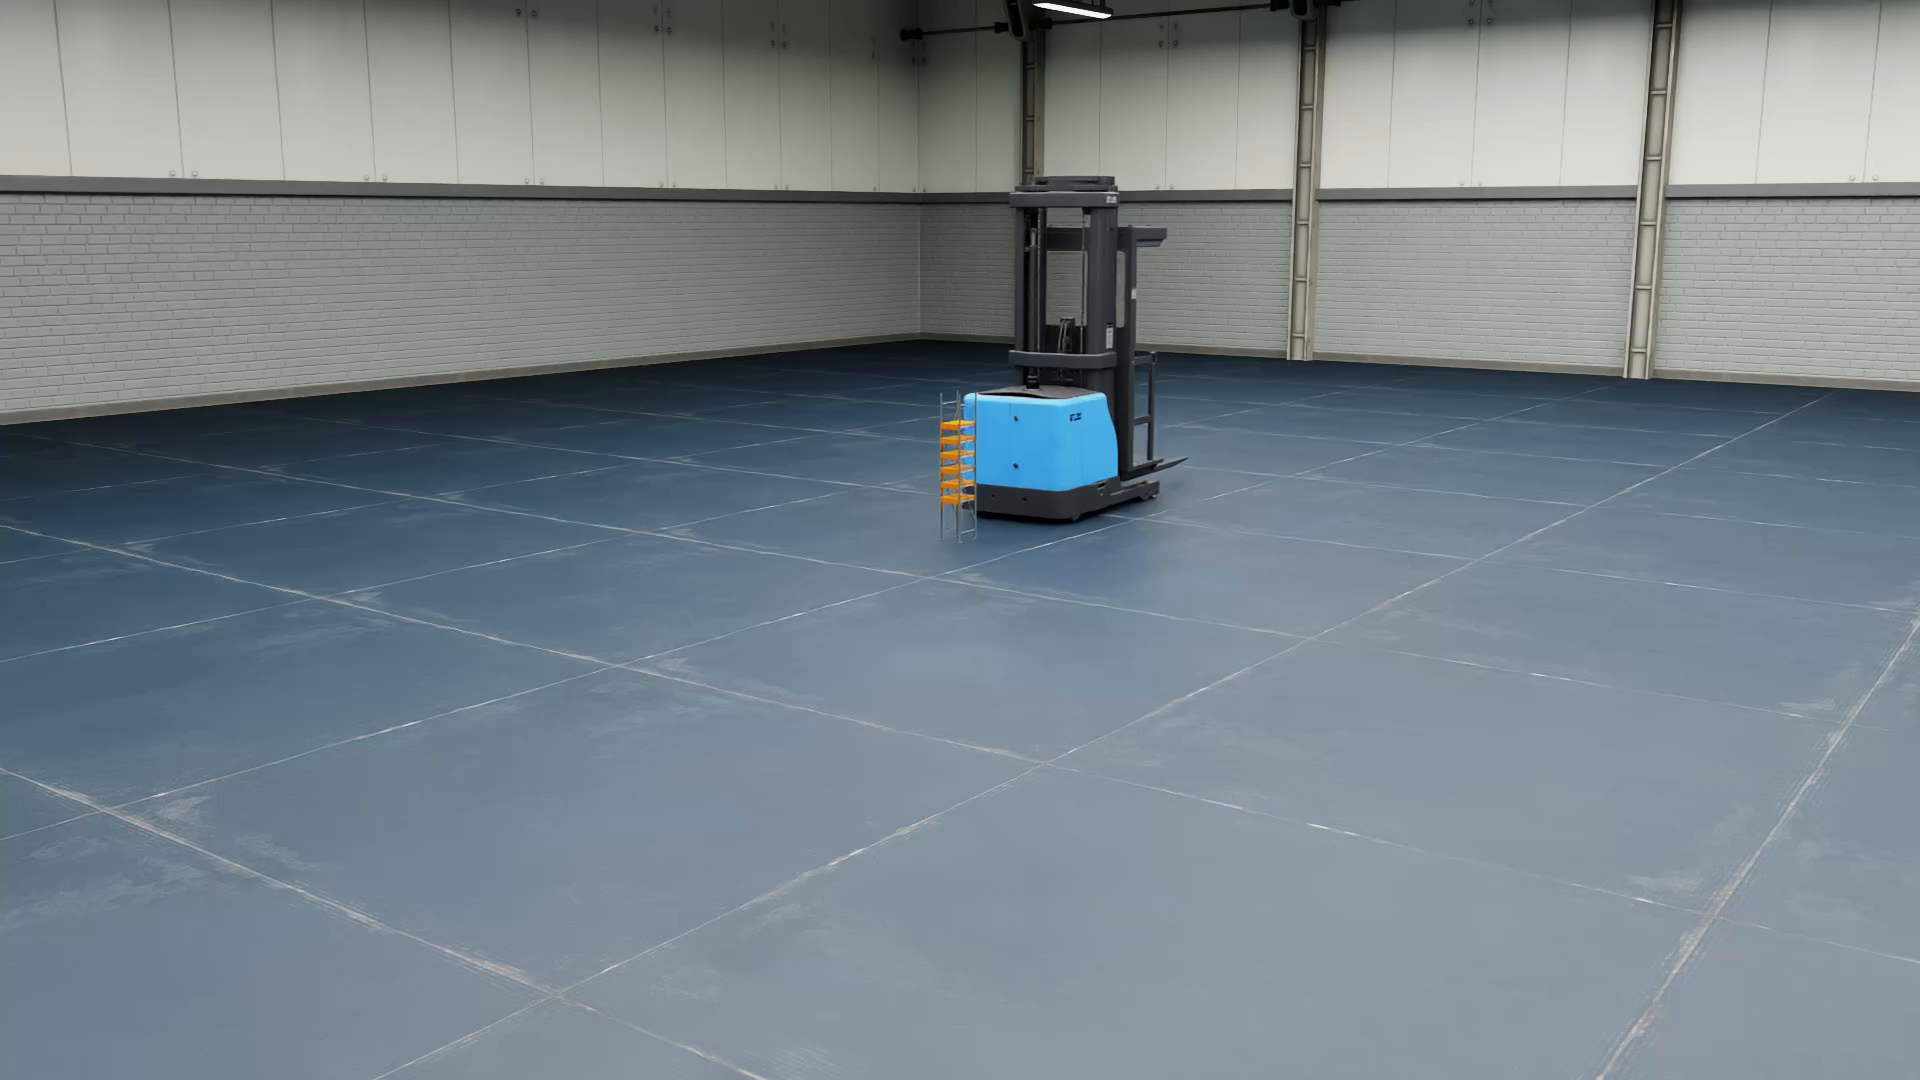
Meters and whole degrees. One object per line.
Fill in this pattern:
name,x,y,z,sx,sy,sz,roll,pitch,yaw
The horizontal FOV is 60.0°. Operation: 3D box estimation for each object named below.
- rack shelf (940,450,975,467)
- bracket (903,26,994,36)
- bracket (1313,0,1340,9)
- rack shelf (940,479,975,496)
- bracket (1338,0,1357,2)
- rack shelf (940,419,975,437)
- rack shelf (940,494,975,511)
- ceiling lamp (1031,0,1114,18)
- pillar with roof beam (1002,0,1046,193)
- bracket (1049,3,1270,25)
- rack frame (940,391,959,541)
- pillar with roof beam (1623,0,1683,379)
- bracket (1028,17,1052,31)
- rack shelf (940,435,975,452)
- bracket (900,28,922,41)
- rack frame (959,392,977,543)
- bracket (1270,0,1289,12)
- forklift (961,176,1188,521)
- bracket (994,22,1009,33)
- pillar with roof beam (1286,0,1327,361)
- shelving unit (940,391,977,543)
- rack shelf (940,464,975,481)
rack shelf,-0.012,-0.665,13.410,0.180,0.103,0.258,8,13,36
bracket,-0.528,-10.387,34.050,3.189,0.066,0.076,8,13,36
bracket,6.412,-9.419,29.047,0.430,0.232,0.235,8,13,36
rack shelf,-0.012,-0.429,13.455,0.180,0.103,0.258,8,13,36
bracket,8.488,-9.129,27.549,4.783,0.066,0.076,8,13,36
rack shelf,-0.012,-0.901,13.364,0.180,0.103,0.258,8,13,36
rack shelf,-0.012,-0.311,13.478,0.180,0.103,0.258,8,13,36
ceiling lamp,1.629,-10.099,26.672,0.800,3.185,2.000,8,13,36
pillar with roof beam,-1.097,-7.768,29.991,0.548,9.000,9.100,8,13,36
bracket,3.652,-9.804,31.036,4.783,0.066,0.076,8,13,36
rack frame,-0.085,-0.601,13.477,0.006,1.200,0.240,8,13,36
pillar with roof beam,8.575,-6.419,23.017,0.400,9.000,9.100,8,13,36
bracket,1.575,-10.093,32.533,0.430,0.232,0.235,8,13,36
rack shelf,-0.012,-0.783,13.387,0.180,0.103,0.258,8,13,36
bracket,-1.004,-10.453,34.393,0.430,0.232,0.235,8,13,36
rack frame,0.062,-0.580,13.371,0.006,1.200,0.240,8,13,36
bracket,5.742,-9.512,29.529,0.430,0.232,0.235,8,13,36
forklift,1.210,-1.836,15.302,1.130,2.935,3.031,7,13,31
bracket,0.906,-10.187,33.016,0.430,0.232,0.235,8,13,36
pillar with roof beam,3.739,-7.093,26.504,0.548,9.000,9.100,8,13,36
shelving unit,-0.012,-0.591,13.424,0.189,1.200,0.258,8,13,36
rack shelf,-0.012,-0.547,13.433,0.180,0.103,0.258,8,13,36
